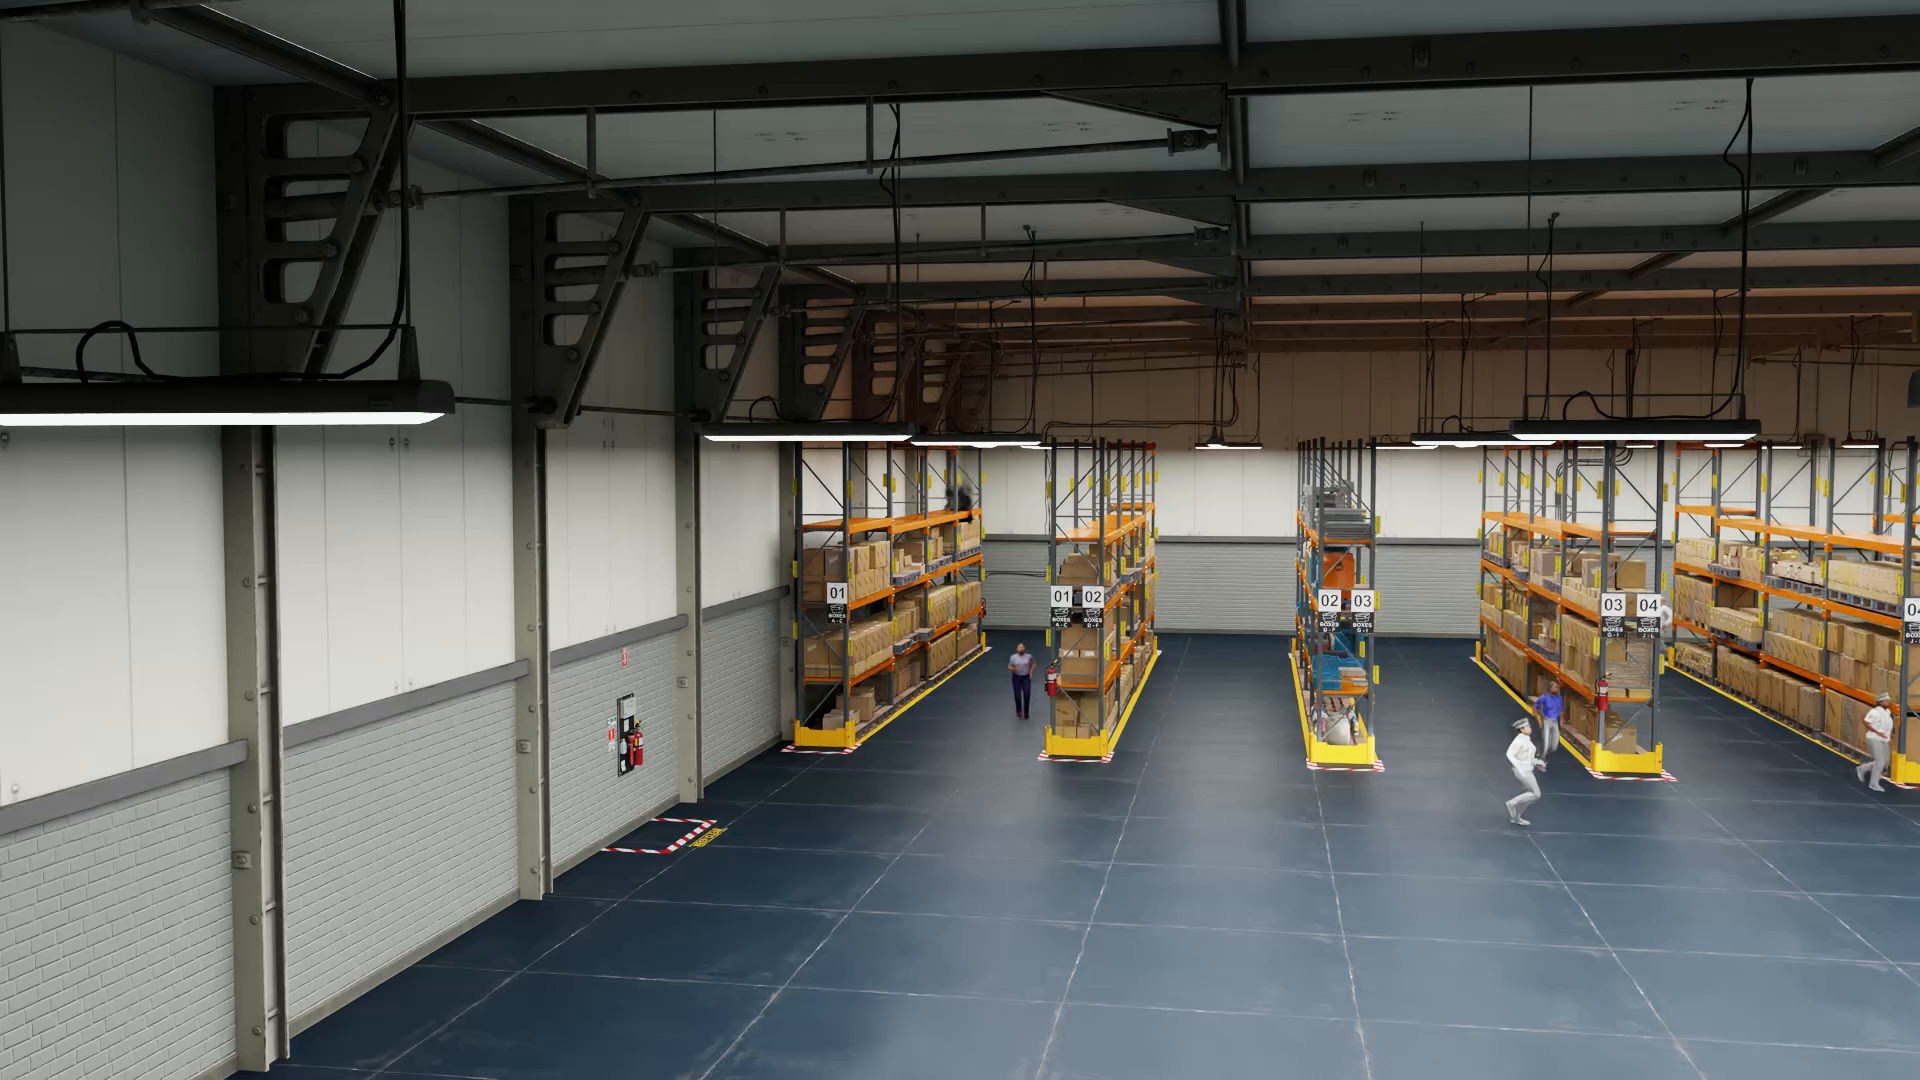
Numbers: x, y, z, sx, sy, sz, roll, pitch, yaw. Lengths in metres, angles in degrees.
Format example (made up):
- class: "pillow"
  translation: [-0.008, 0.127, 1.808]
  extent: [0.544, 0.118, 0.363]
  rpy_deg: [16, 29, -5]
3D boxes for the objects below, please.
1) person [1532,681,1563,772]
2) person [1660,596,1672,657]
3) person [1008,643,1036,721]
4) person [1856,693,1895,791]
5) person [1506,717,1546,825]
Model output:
- class: "person"
  translation: [10.629, 3.353, 30.051]
  extent: [0.618, 1.615, 0.538]
  rpy_deg: [0, 3, -9]
- class: "person"
  translation: [19.282, 2.444, 45.815]
  extent: [0.741, 1.796, 0.763]
  rpy_deg: [0, 3, 4]
- class: "person"
  translation: [1.301, 3.035, 35.554]
  extent: [0.548, 1.669, 0.661]
  rpy_deg: [0, 3, 3]
- class: "person"
  translation: [15.642, 3.414, 28.355]
  extent: [0.610, 1.658, 0.601]
  rpy_deg: [-1, 3, -23]
- class: "person"
  translation: [8.684, 3.545, 25.494]
  extent: [0.540, 1.656, 0.608]
  rpy_deg: [2, 3, 30]
